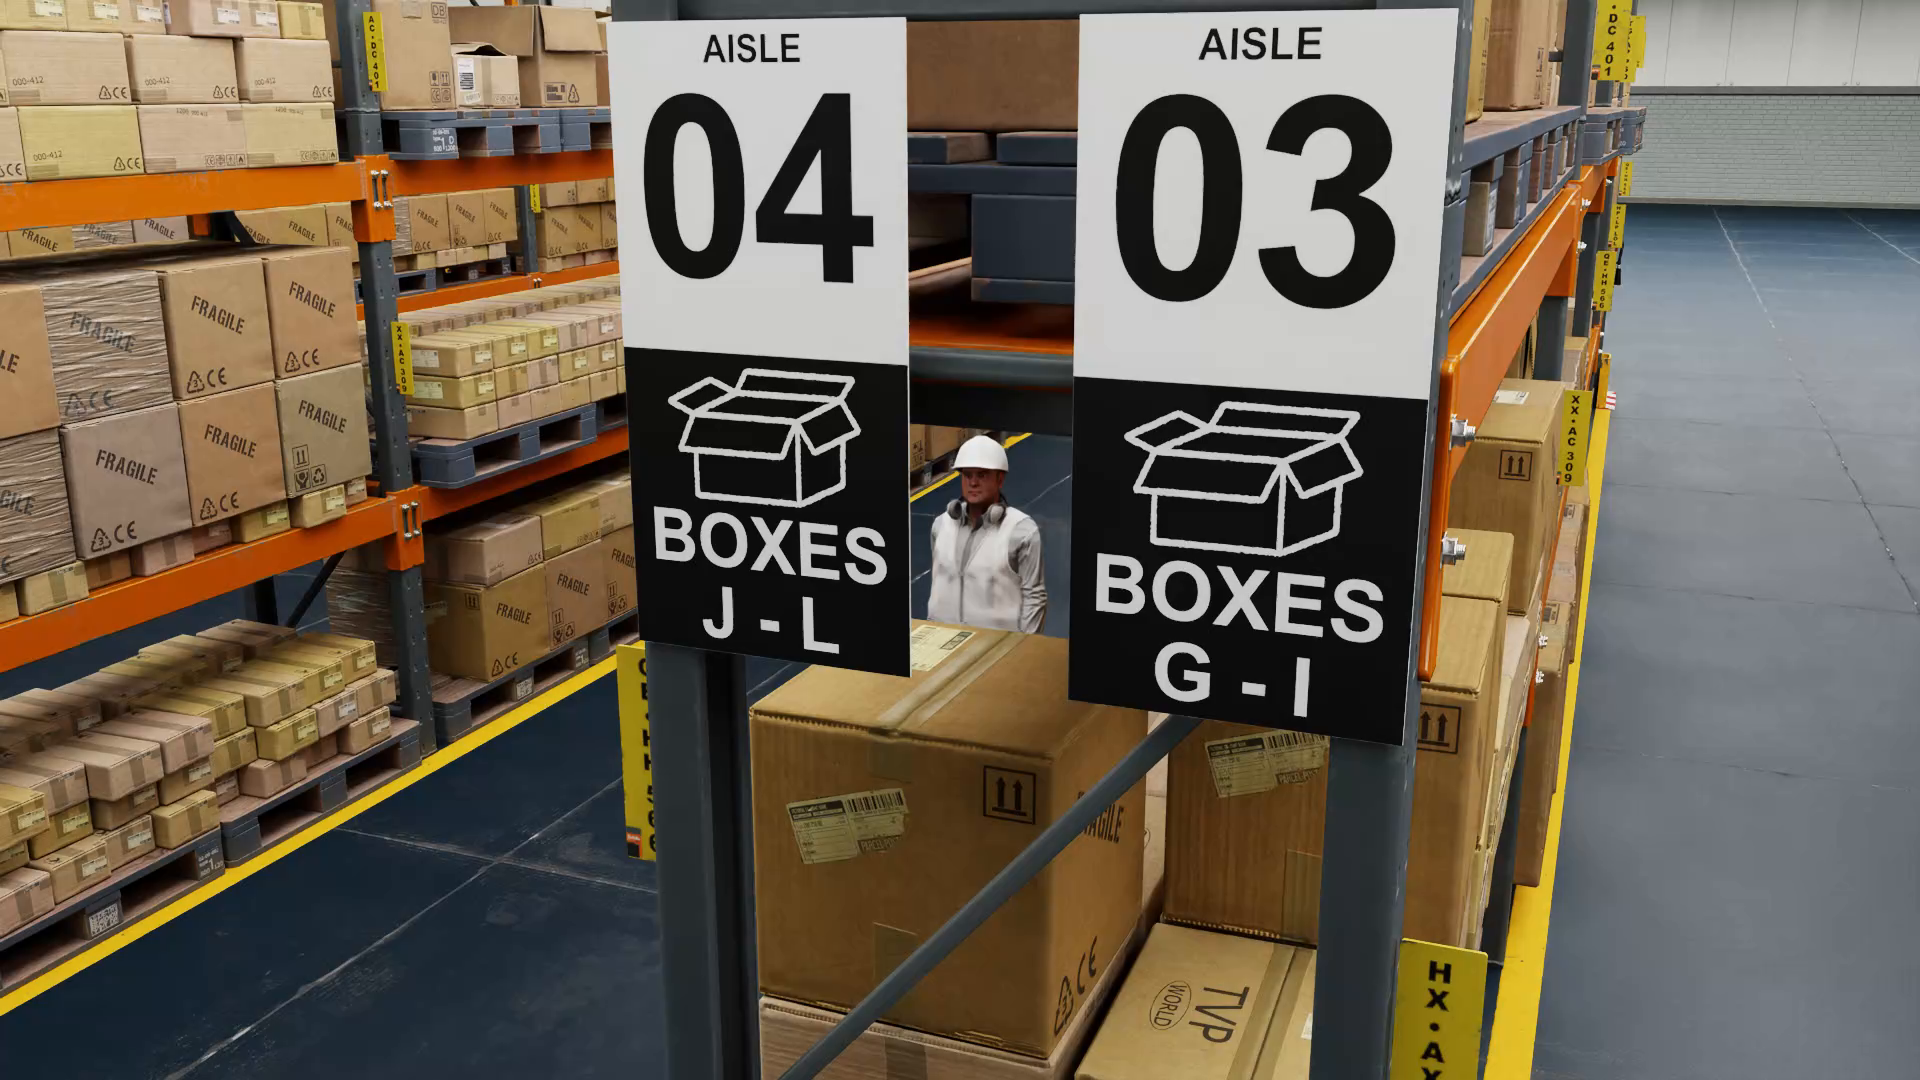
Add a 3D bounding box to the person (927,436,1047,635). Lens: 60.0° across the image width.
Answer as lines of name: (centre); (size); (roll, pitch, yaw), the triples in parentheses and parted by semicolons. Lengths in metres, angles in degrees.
person: (0.091, 0.433, 6.891); (0.543, 1.733, 0.986); (7, 17, 23)
